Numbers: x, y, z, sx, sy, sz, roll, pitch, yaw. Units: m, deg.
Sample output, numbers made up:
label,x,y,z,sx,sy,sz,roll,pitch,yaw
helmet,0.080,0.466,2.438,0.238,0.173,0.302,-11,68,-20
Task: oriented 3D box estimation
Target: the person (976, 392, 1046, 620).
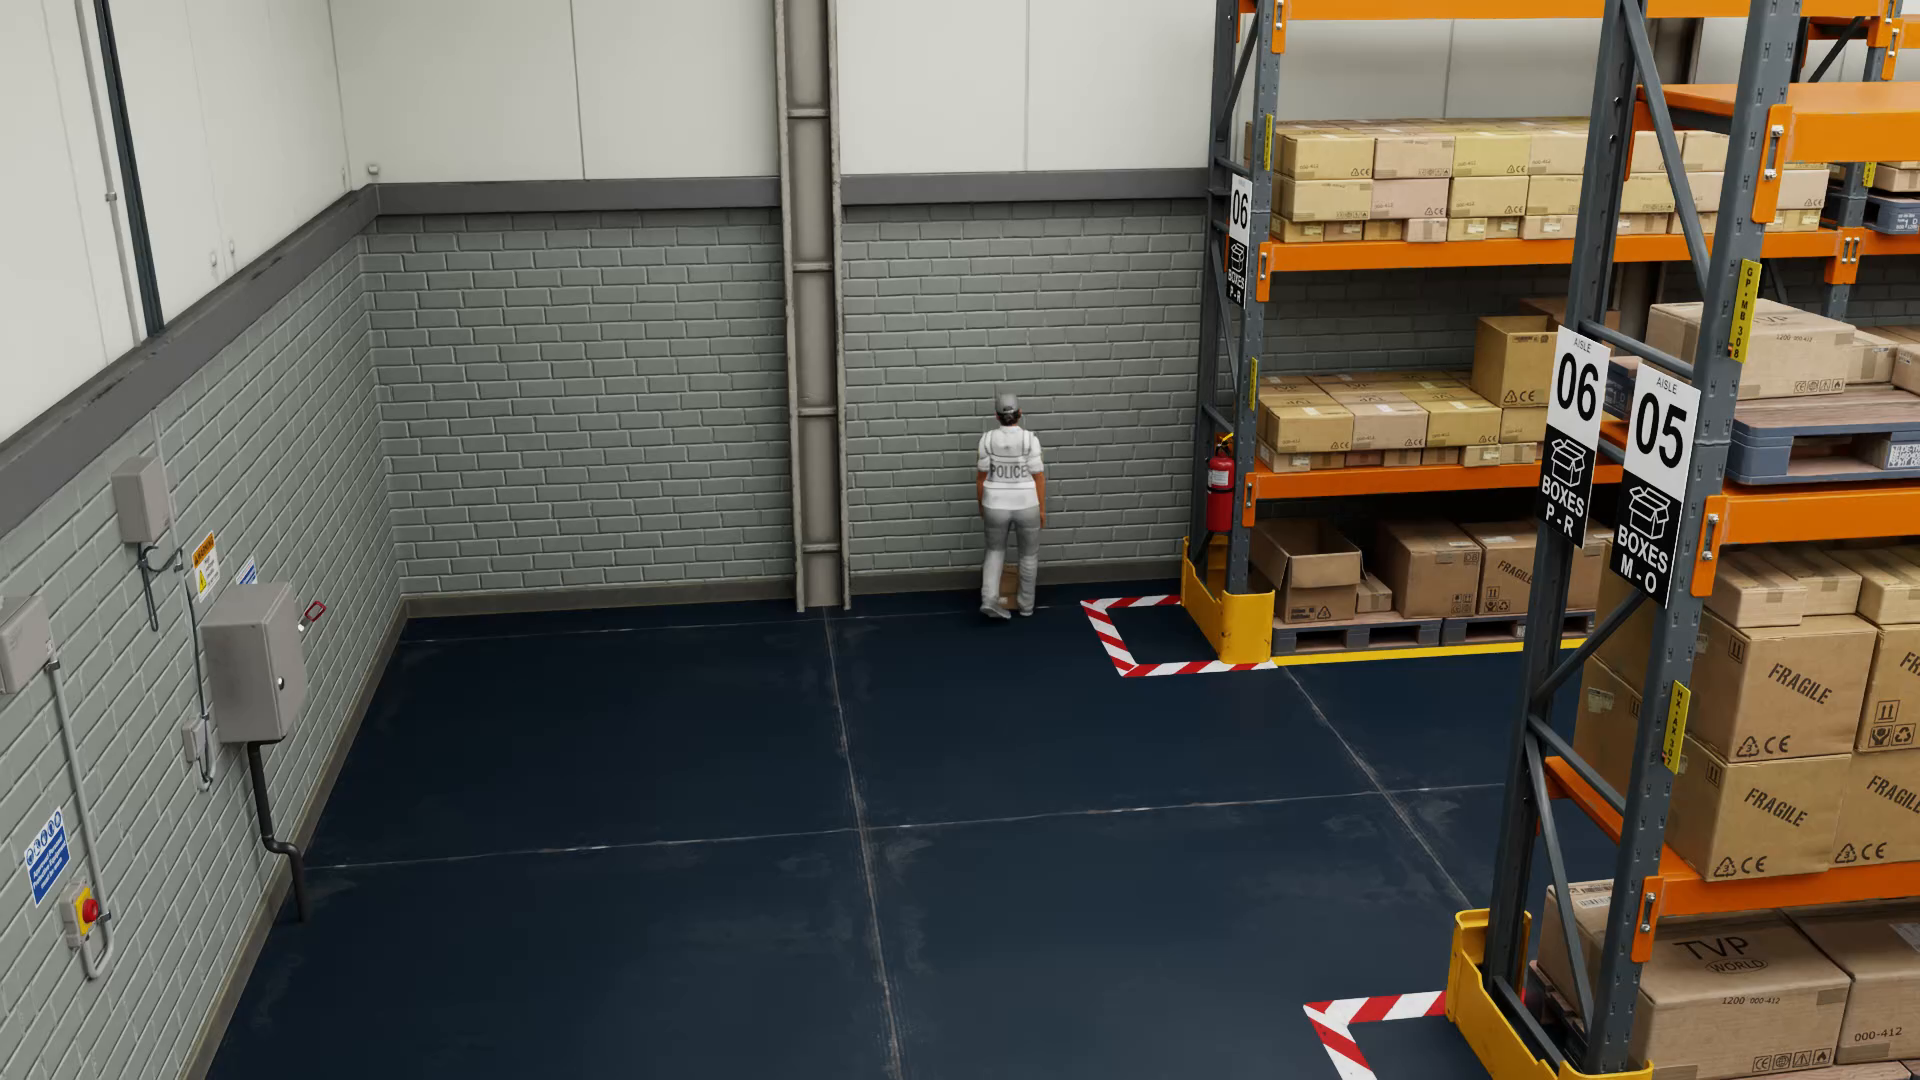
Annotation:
label,x,y,z,sx,sy,sz,roll,pitch,yaw
person,0.365,-0.243,11.707,0.491,1.651,0.504,3,20,8
